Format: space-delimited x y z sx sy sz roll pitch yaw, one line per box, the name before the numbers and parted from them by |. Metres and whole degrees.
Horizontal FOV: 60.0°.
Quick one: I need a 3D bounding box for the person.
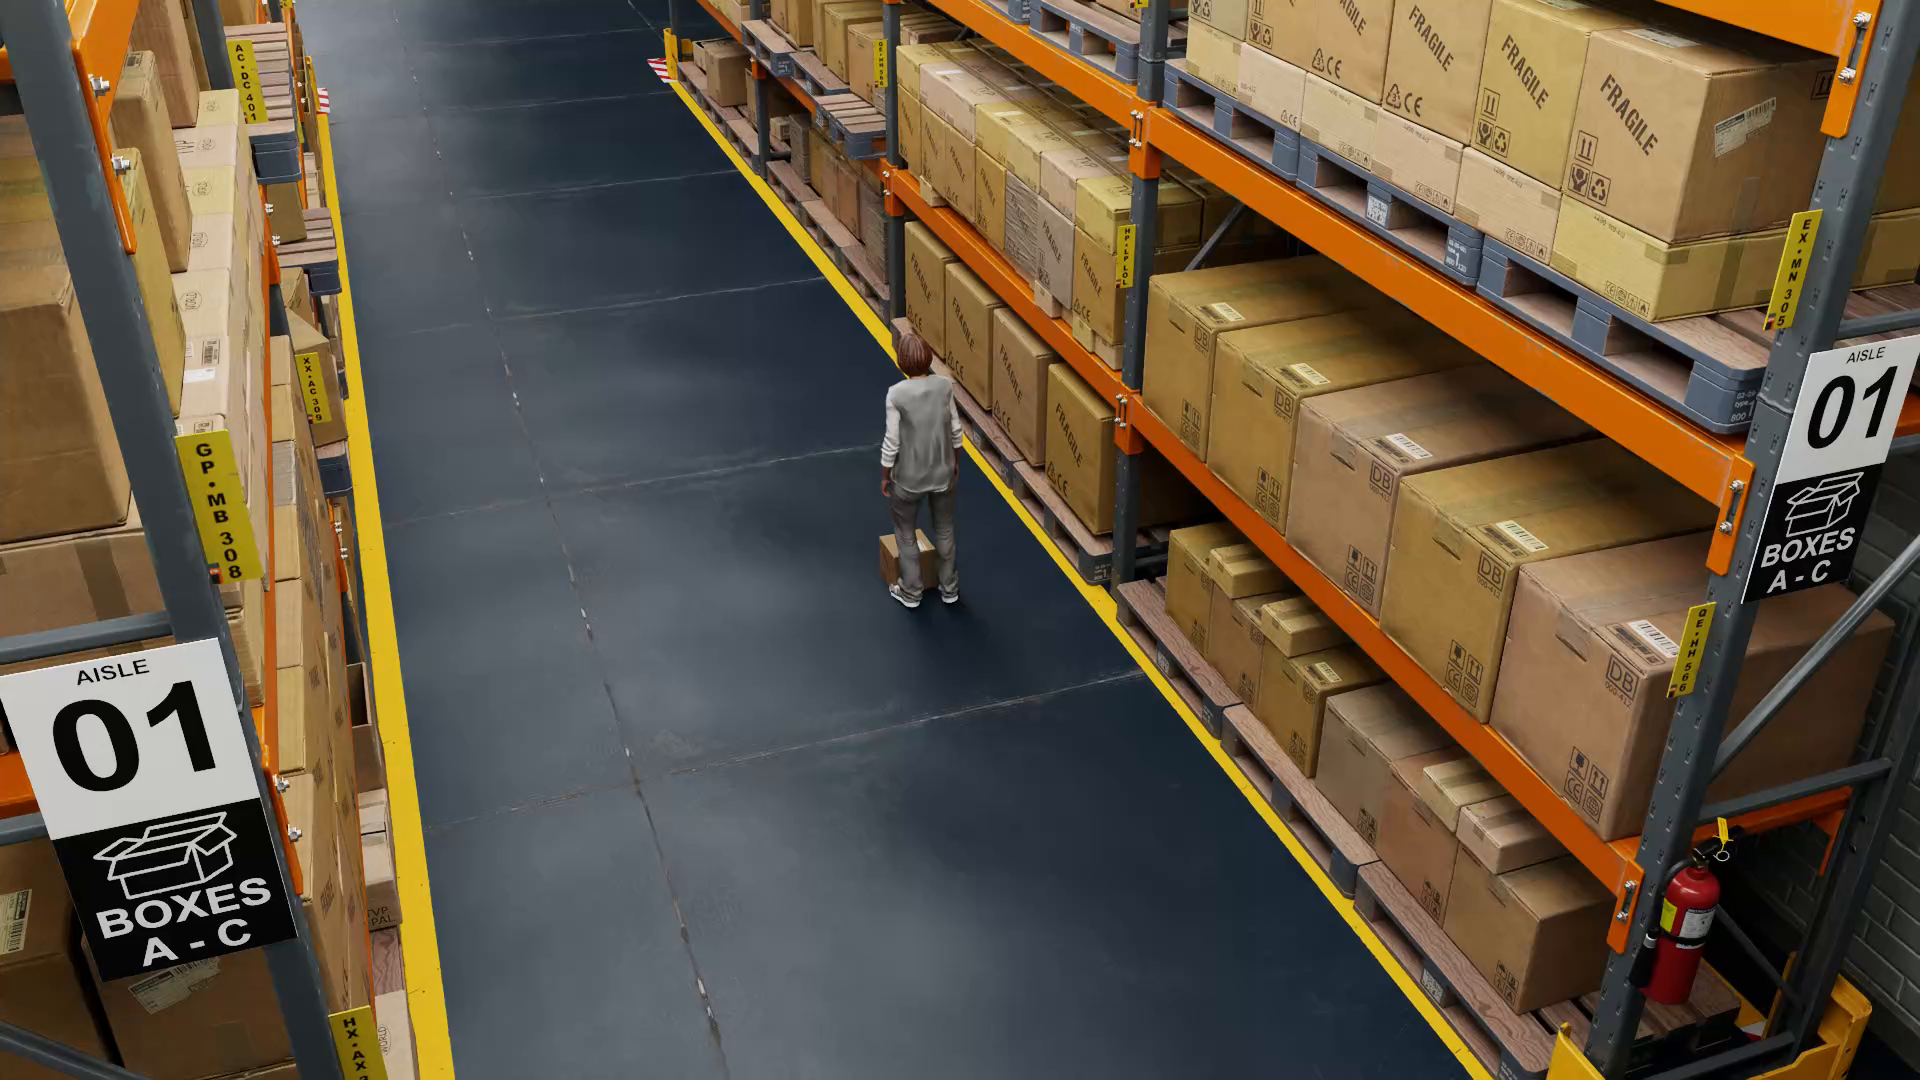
person | -0.211 -0.352 8.946 0.465 1.593 0.375 -12 32 -19
